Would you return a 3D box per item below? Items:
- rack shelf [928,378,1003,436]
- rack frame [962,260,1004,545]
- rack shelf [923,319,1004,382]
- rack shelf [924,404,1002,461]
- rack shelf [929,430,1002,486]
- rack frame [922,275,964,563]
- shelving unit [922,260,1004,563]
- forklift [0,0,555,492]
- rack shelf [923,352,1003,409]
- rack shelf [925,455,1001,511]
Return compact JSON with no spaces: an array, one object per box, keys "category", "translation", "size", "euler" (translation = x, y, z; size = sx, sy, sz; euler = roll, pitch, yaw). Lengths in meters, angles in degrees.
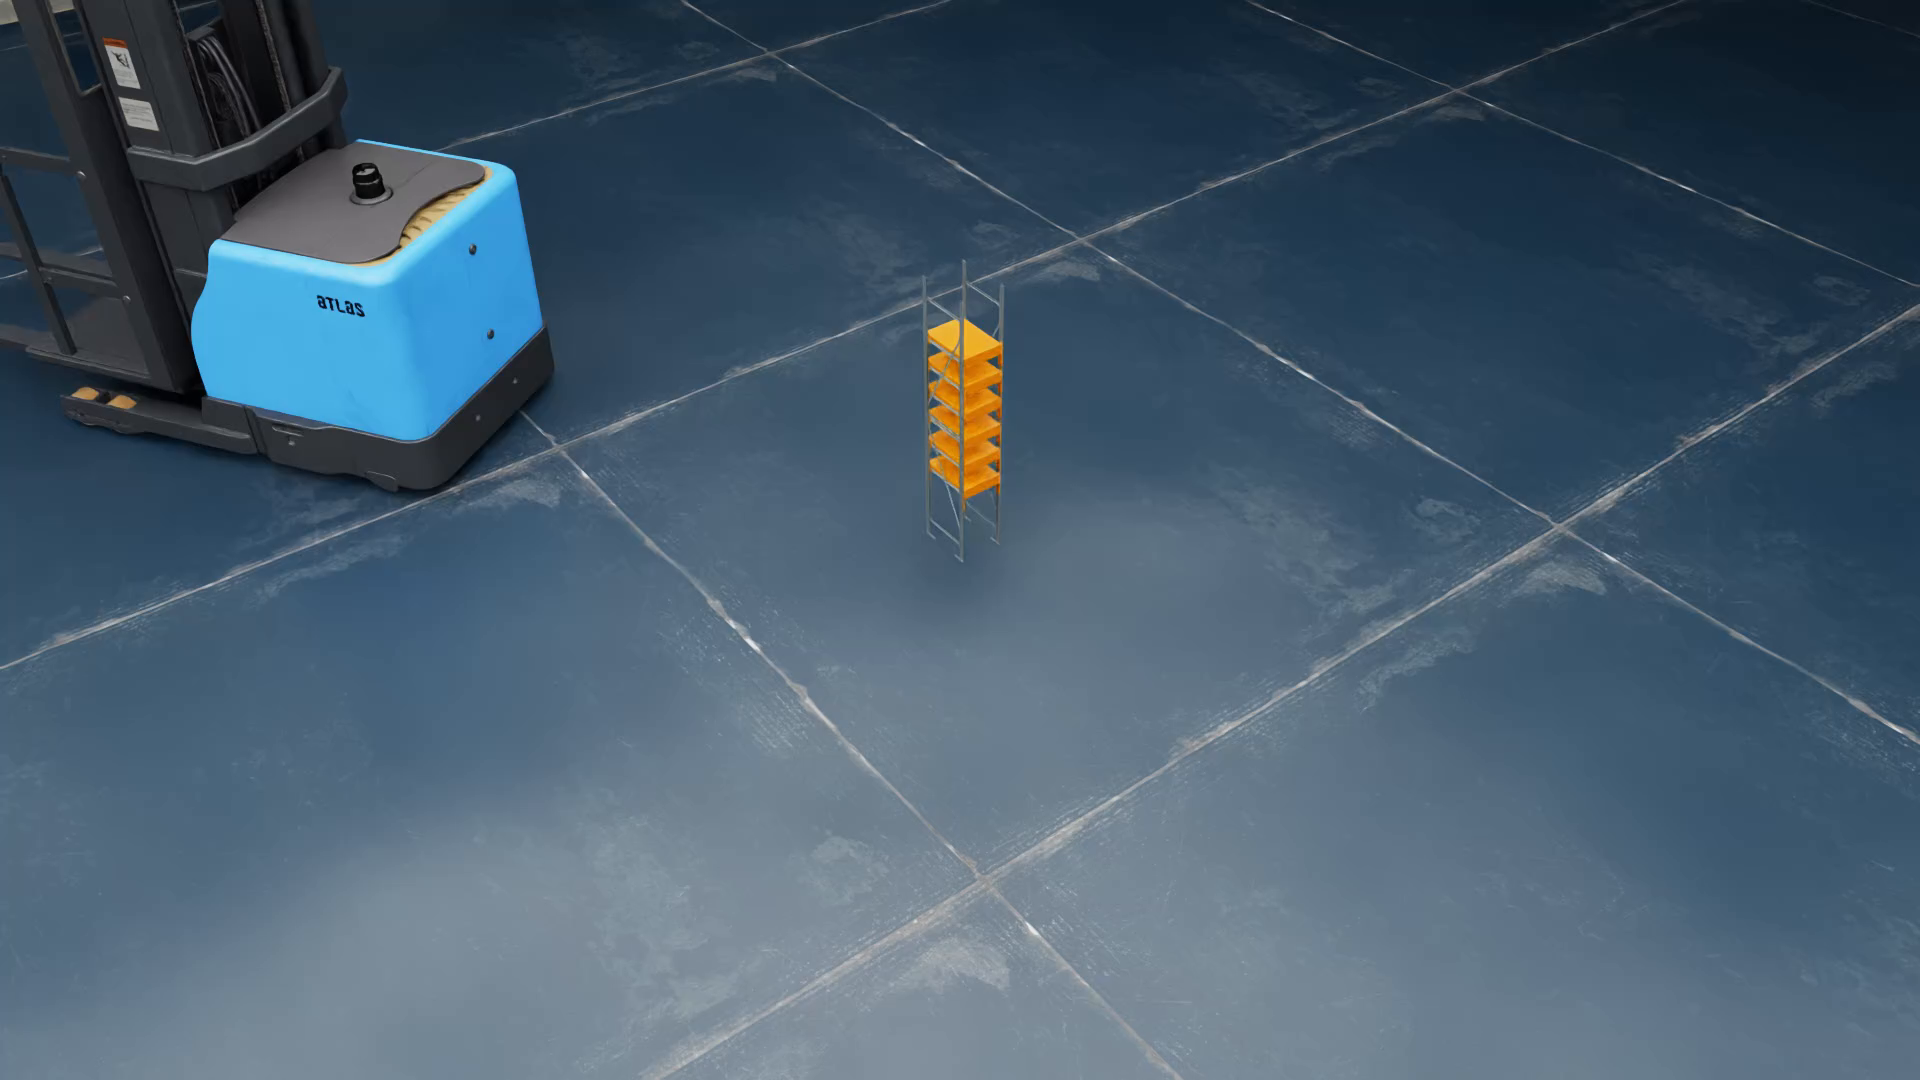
[{"category":"rack shelf","translation":[0.011,-0.528,6.328],"size":[0.180,0.103,0.258],"euler":[-26,46,-28]},{"category":"rack frame","translation":[0.084,-0.505,6.419],"size":[0.006,1.200,0.240],"euler":[-26,46,-28]},{"category":"rack shelf","translation":[0.011,-0.713,6.176],"size":[0.180,0.103,0.258],"euler":[-26,46,-28]},{"category":"rack shelf","translation":[0.011,-0.435,6.404],"size":[0.180,0.103,0.258],"euler":[-26,46,-28]},{"category":"rack shelf","translation":[0.011,-0.342,6.481],"size":[0.180,0.103,0.258],"euler":[-26,46,-28]},{"category":"rack frame","translation":[-0.061,-0.434,6.333],"size":[0.006,1.200,0.240],"euler":[-26,46,-28]},{"category":"shelving unit","translation":[0.011,-0.469,6.376],"size":[0.189,1.200,0.258],"euler":[-26,46,-28]},{"category":"forklift","translation":[-3.423,-1.901,6.756],"size":[3.031,2.935,1.130],"euler":[13,41,15]},{"category":"rack shelf","translation":[0.011,-0.621,6.252],"size":[0.180,0.103,0.258],"euler":[-26,46,-28]},{"category":"rack shelf","translation":[0.011,-0.250,6.557],"size":[0.180,0.103,0.258],"euler":[-26,46,-28]}]
